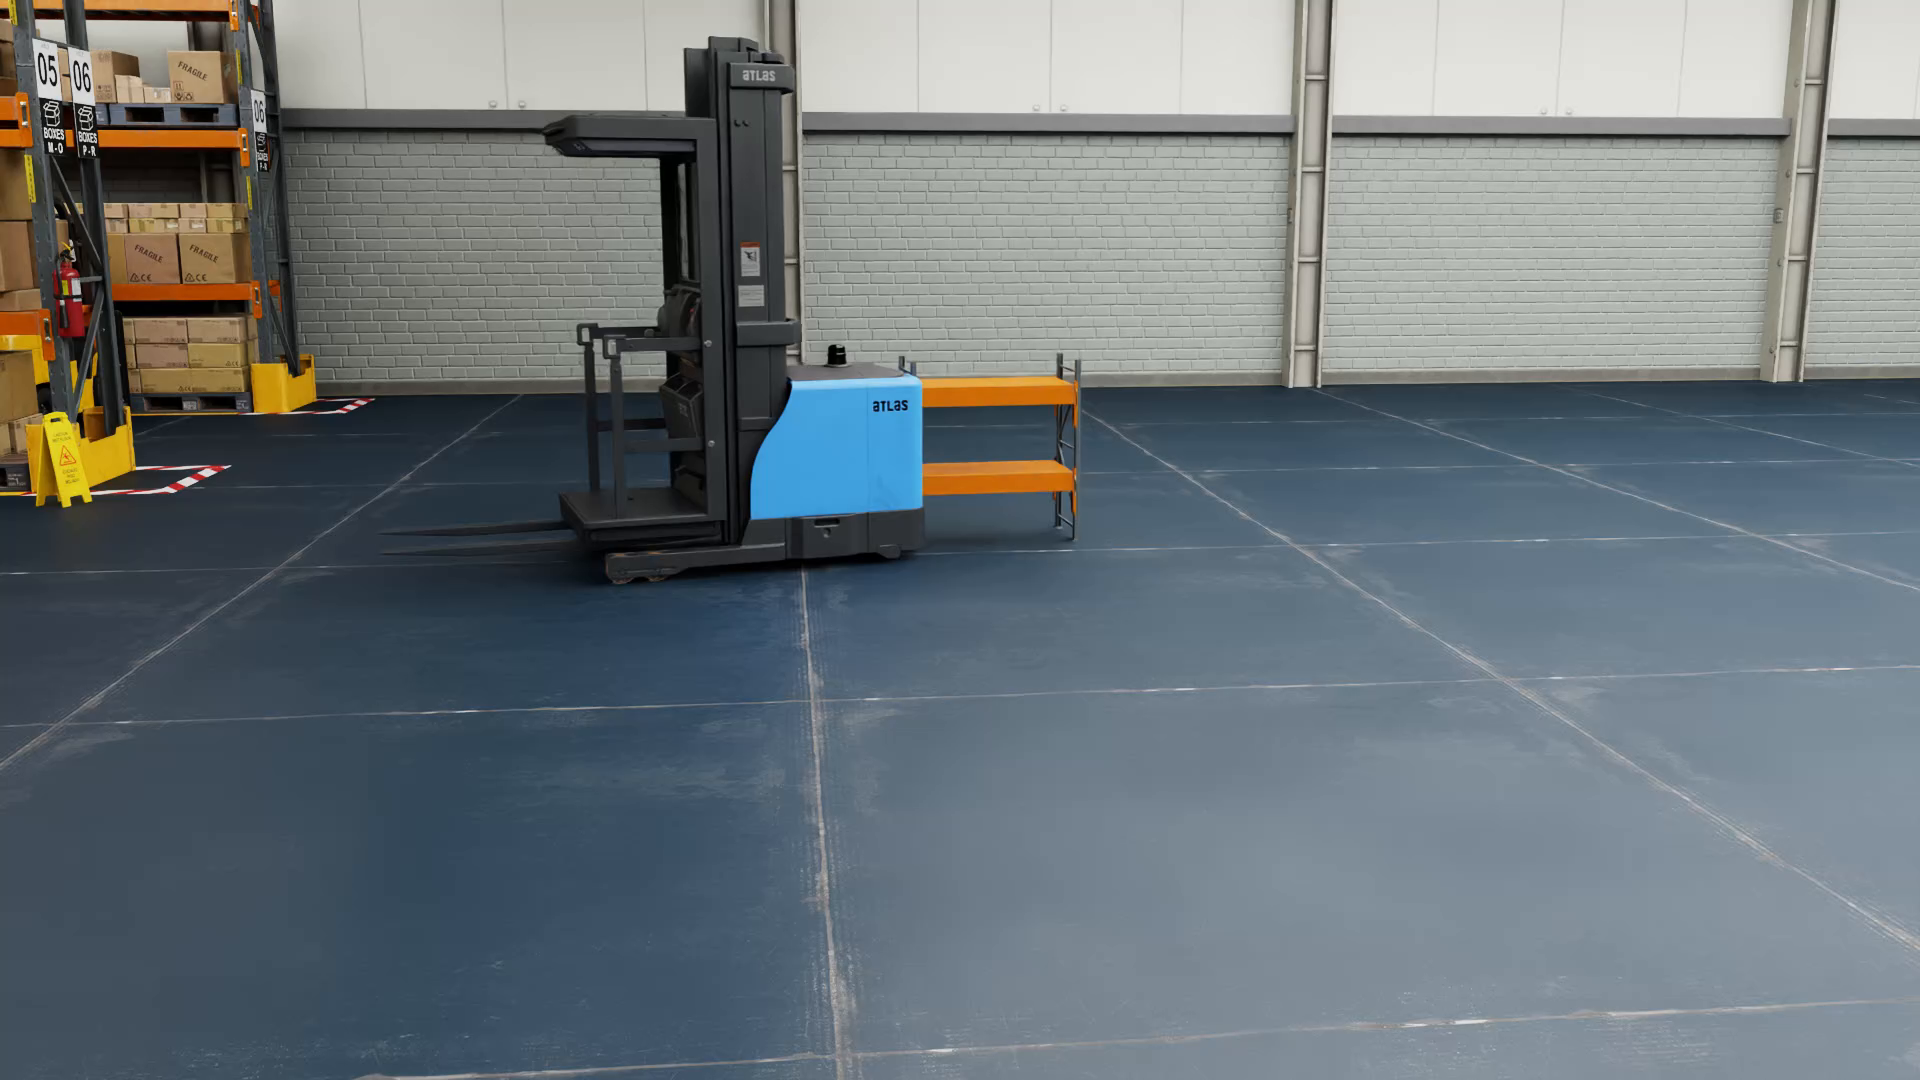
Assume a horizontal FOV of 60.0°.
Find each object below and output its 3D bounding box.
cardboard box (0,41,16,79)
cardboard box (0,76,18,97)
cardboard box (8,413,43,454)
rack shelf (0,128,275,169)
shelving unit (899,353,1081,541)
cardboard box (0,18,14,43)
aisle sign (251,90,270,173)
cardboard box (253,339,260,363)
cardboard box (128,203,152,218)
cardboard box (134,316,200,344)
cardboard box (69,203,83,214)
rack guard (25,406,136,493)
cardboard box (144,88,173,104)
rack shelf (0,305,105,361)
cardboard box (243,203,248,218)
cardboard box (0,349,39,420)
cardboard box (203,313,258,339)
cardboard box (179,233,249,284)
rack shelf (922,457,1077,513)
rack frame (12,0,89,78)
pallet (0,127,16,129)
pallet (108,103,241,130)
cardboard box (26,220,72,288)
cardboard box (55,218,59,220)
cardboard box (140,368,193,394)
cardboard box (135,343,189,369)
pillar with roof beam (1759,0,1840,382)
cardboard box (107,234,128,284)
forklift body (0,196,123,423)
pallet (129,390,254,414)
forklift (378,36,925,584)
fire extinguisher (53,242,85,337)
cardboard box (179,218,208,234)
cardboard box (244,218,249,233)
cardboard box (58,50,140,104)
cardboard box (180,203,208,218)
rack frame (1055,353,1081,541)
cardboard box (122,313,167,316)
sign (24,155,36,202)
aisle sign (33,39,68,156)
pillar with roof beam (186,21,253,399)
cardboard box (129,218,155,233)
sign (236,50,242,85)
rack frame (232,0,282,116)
[{"bbox_3d":[-7.062,-3.408,11.768,0.500,0.250,0.500,-1,11,-7],"label":"cardboard box"},{"bbox_3d":[-6.907,-3.213,11.812,0.250,0.149,0.380,-1,11,-6],"label":"cardboard box"},{"bbox_3d":[-7.414,-0.819,12.797,0.500,0.250,0.500,-1,11,-7],"label":"cardboard box"},{"bbox_3d":[-9.110,-3.955,16.798,4.000,0.370,1.077,-1,11,-6],"label":"rack shelf"},{"bbox_3d":[0.180,-0.574,10.371,1.048,1.125,0.538,-2,11,-10],"label":"shelving unit"},{"bbox_3d":[-6.887,-3.602,11.722,0.250,0.149,0.380,-1,11,-6],"label":"cardboard box"},{"bbox_3d":[-7.025,-4.098,16.699,0.004,0.787,0.394,-1,11,-6],"label":"aisle sign"},{"bbox_3d":[-7.612,-2.010,17.559,0.500,0.250,0.500,-1,11,-5],"label":"cardboard box"},{"bbox_3d":[-8.210,-3.330,16.821,0.250,0.149,0.380,-1,11,-6],"label":"cardboard box"},{"bbox_3d":[-8.053,-2.144,16.945,0.500,0.250,0.500,-1,11,-5],"label":"cardboard box"},{"bbox_3d":[-8.713,-3.297,16.652,0.250,0.149,0.380,-1,11,-5],"label":"cardboard box"},{"bbox_3d":[-6.658,-0.698,12.621,0.348,0.500,1.175,-1,11,-6],"label":"rack guard"},{"bbox_3d":[-7.913,-4.406,16.530,0.250,0.149,0.380,-2,11,-8],"label":"cardboard box"},{"bbox_3d":[-8.571,-1.531,12.246,4.000,0.370,1.077,-1,11,-6],"label":"rack shelf"},{"bbox_3d":[-7.479,-3.425,17.302,0.250,0.149,0.380,-1,11,-7],"label":"cardboard box"},{"bbox_3d":[-7.438,-1.186,12.722,0.500,0.500,0.500,-2,11,-8],"label":"cardboard box"},{"bbox_3d":[-7.620,-2.251,17.492,0.500,0.250,0.500,-1,11,-7],"label":"cardboard box"},{"bbox_3d":[-7.583,-2.866,16.912,0.500,0.500,0.500,-1,11,-7],"label":"cardboard box"},{"bbox_3d":[0.180,-0.334,10.419,1.000,0.278,0.538,-2,11,-10],"label":"rack shelf"},{"bbox_3d":[-6.582,-4.870,11.809,0.127,3.000,1.000,-1,11,-6],"label":"rack frame"},{"bbox_3d":[-10.254,-4.245,16.641,1.213,0.211,1.003,-1,11,-6],"label":"pallet"},{"bbox_3d":[-7.828,-4.296,16.899,1.213,0.211,1.003,-1,11,-6],"label":"pallet"},{"bbox_3d":[-7.083,-2.164,12.570,0.500,0.500,0.500,-1,11,-7],"label":"cardboard box"},{"bbox_3d":[-8.967,-3.165,16.749,0.250,0.149,0.380,-1,11,-6],"label":"cardboard box"},{"bbox_3d":[-8.051,-1.656,17.053,0.500,0.250,0.500,-1,11,-6],"label":"cardboard box"},{"bbox_3d":[-8.072,-1.901,17.007,0.500,0.250,0.500,-1,11,-7],"label":"cardboard box"},{"bbox_3d":[10.448,-5.529,15.164,0.400,9.000,9.100,-1,11,-6],"label":"pillar with roof beam"},{"bbox_3d":[-8.609,-2.846,16.811,0.500,0.500,0.500,-1,11,-7],"label":"cardboard box"},{"bbox_3d":[-8.810,-2.072,15.331,1.214,2.155,2.313,-1,11,-6],"label":"forklift body"},{"bbox_3d":[-7.878,-1.486,17.377,1.213,0.211,1.003,-1,11,-6],"label":"pallet"},{"bbox_3d":[-1.778,-1.310,9.435,3.031,2.935,1.130,-4,12,-20],"label":"forklift"},{"bbox_3d":[-6.419,-1.802,11.958,0.183,0.674,0.296,-1,11,-6],"label":"fire extinguisher"},{"bbox_3d":[-7.687,-3.173,16.791,0.250,0.149,0.380,-1,11,-5],"label":"cardboard box"},{"bbox_3d":[-7.487,-3.288,17.375,0.250,0.149,0.380,-1,11,-8],"label":"cardboard box"},{"bbox_3d":[-8.565,-4.596,16.585,0.500,0.500,0.700,-1,11,-6],"label":"cardboard box"},{"bbox_3d":[-7.697,-3.332,16.829,0.250,0.149,0.380,-1,11,-6],"label":"cardboard box"},{"bbox_3d":[0.679,-0.592,10.463,0.032,1.125,0.500,-2,11,-10],"label":"rack frame"},{"bbox_3d":[-8.615,-2.232,17.393,0.500,0.250,0.500,-1,11,-6],"label":"cardboard box"},{"bbox_3d":[-6.542,-2.542,11.702,0.005,0.325,0.100,-1,11,-6],"label":"sign"},{"bbox_3d":[-6.489,-3.147,11.861,0.004,0.787,0.394,-1,11,-6],"label":"aisle sign"},{"bbox_3d":[-7.447,-5.154,13.257,0.400,9.000,9.100,-1,11,-6],"label":"pillar with roof beam"},{"bbox_3d":[-8.200,-3.176,16.808,0.250,0.149,0.380,-1,11,-6],"label":"cardboard box"},{"bbox_3d":[-7.077,-4.641,16.332,0.005,0.325,0.100,-1,11,-6],"label":"sign"},{"bbox_3d":[-7.122,-5.821,16.651,0.127,3.000,1.000,-1,11,-6],"label":"rack frame"}]
